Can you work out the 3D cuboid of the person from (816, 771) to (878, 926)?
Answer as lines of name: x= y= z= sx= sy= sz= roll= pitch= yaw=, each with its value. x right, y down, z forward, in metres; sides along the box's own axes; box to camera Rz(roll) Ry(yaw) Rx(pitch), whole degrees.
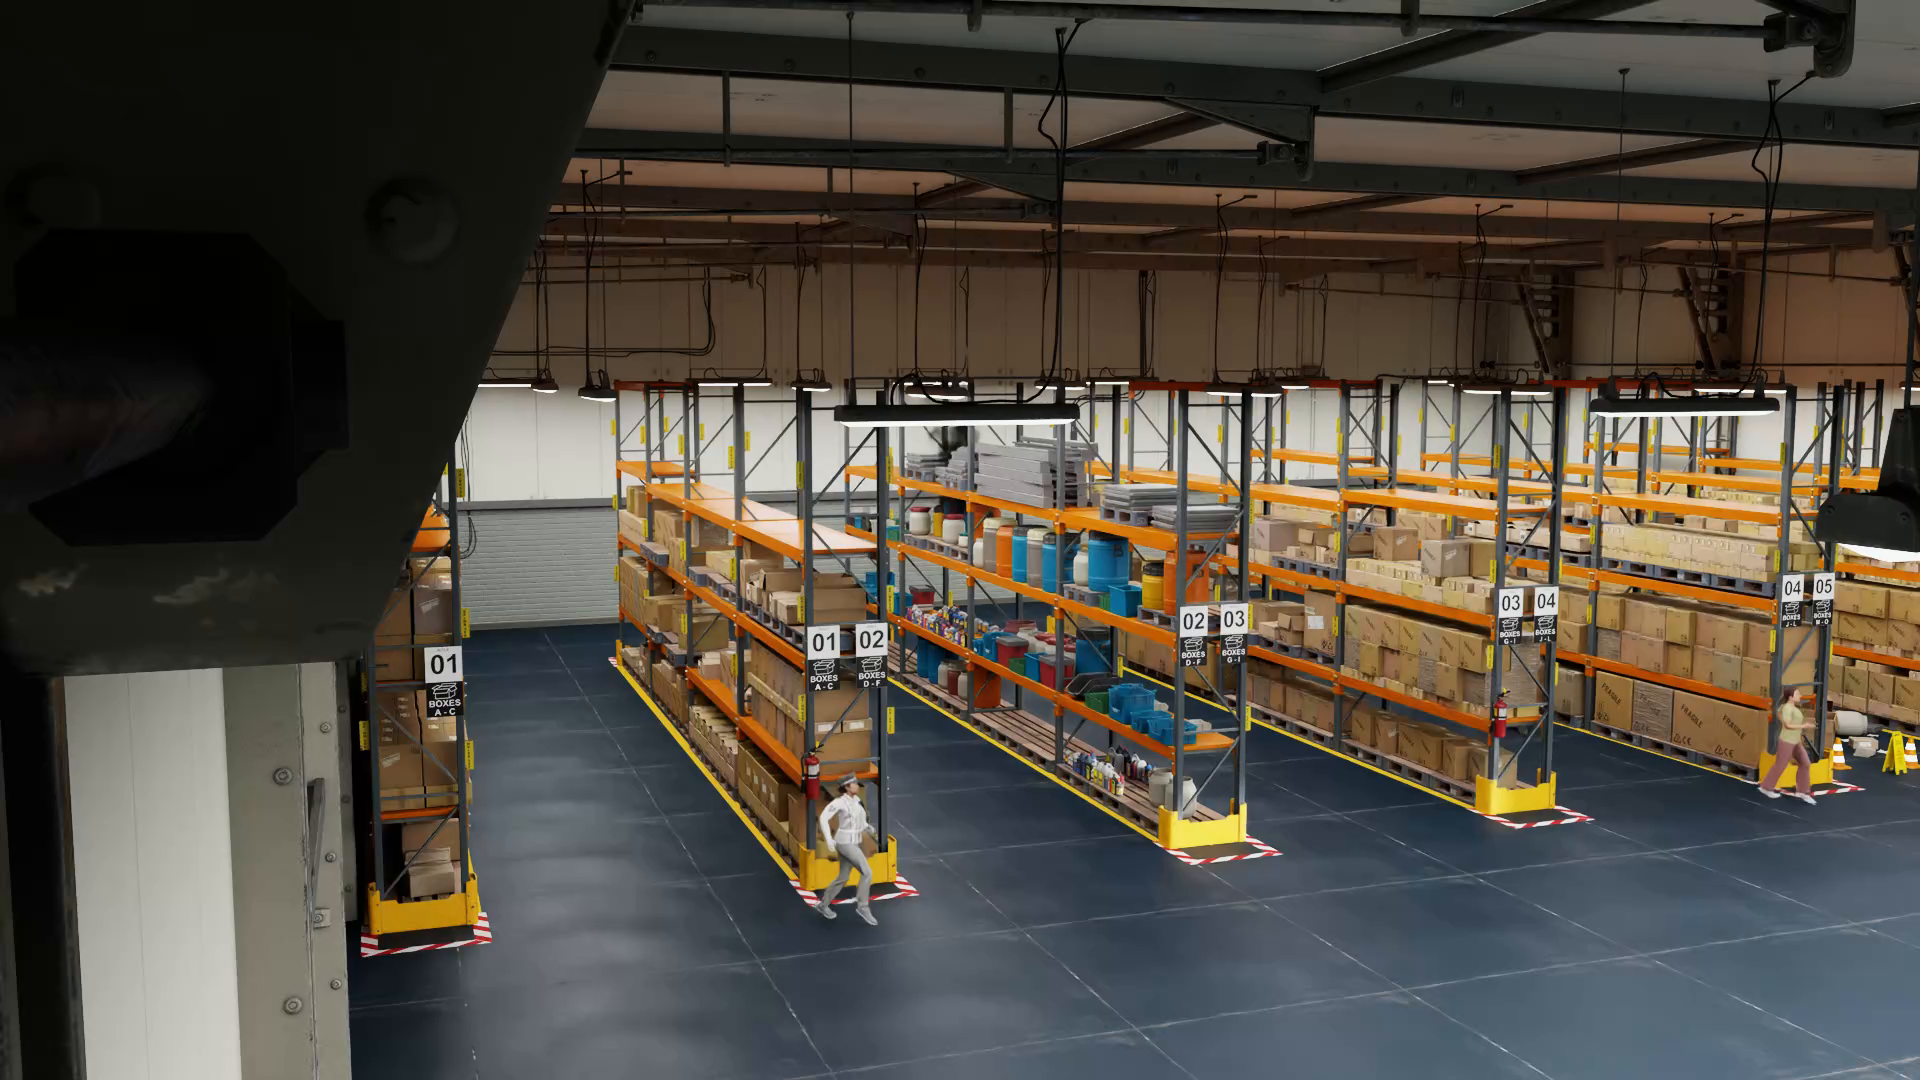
person: x=-1.244 y=3.488 z=18.988 sx=0.749 sy=1.687 sz=0.598 roll=2 pitch=6 yaw=16

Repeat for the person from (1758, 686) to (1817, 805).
person: x=11.977 y=2.951 z=24.017 sx=0.749 sy=1.714 sz=0.587 roll=5 pitch=8 yaw=39

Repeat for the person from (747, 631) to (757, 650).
person: x=-4.476 y=1.792 z=34.749 sx=0.707 sy=1.770 sz=0.877 roll=-3 pitch=7 yaw=-27

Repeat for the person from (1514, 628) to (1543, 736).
person: x=9.691 y=2.435 z=28.594 sx=0.673 sy=1.836 sz=0.807 roll=-3 pitch=7 yaw=-27
